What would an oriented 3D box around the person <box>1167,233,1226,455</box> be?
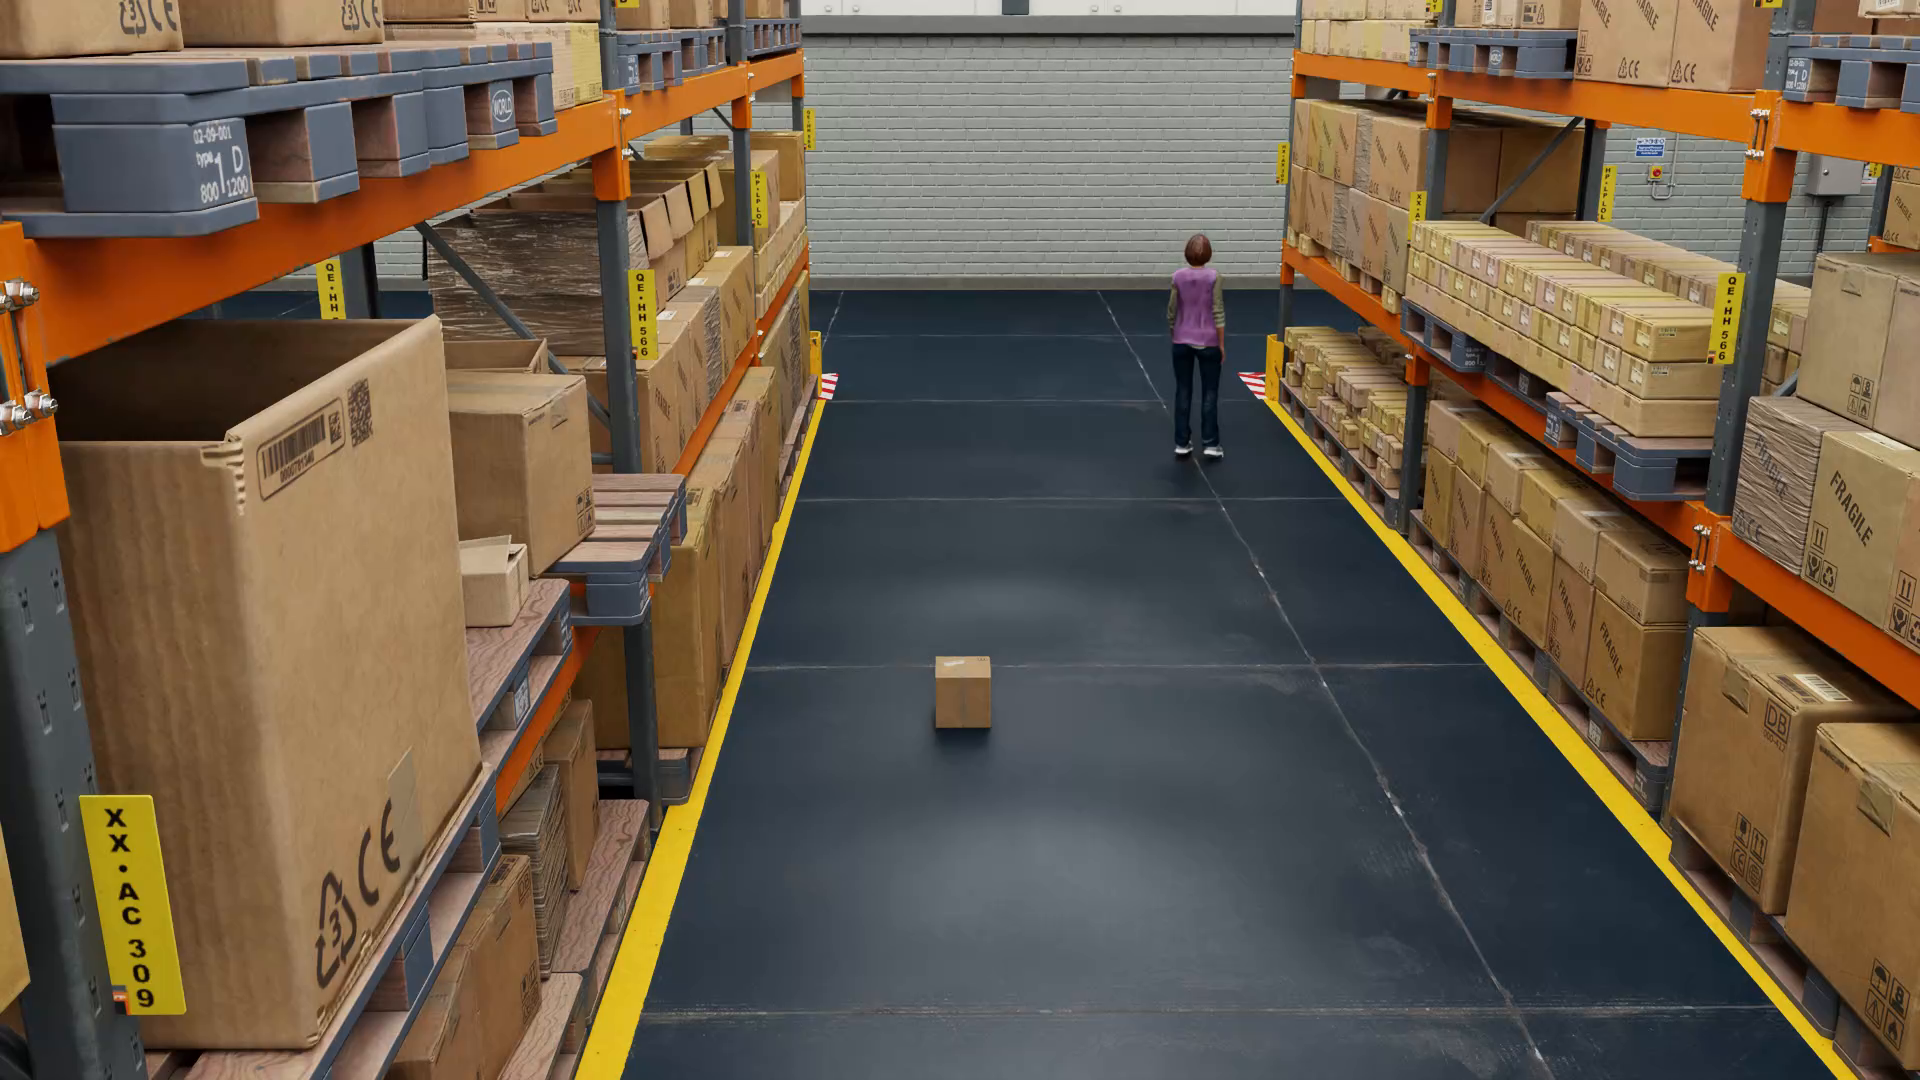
[{"bbox_3d":[1.699,-1.389,11.932,0.444,1.623,0.370,7,19,20],"label":"person"}]
